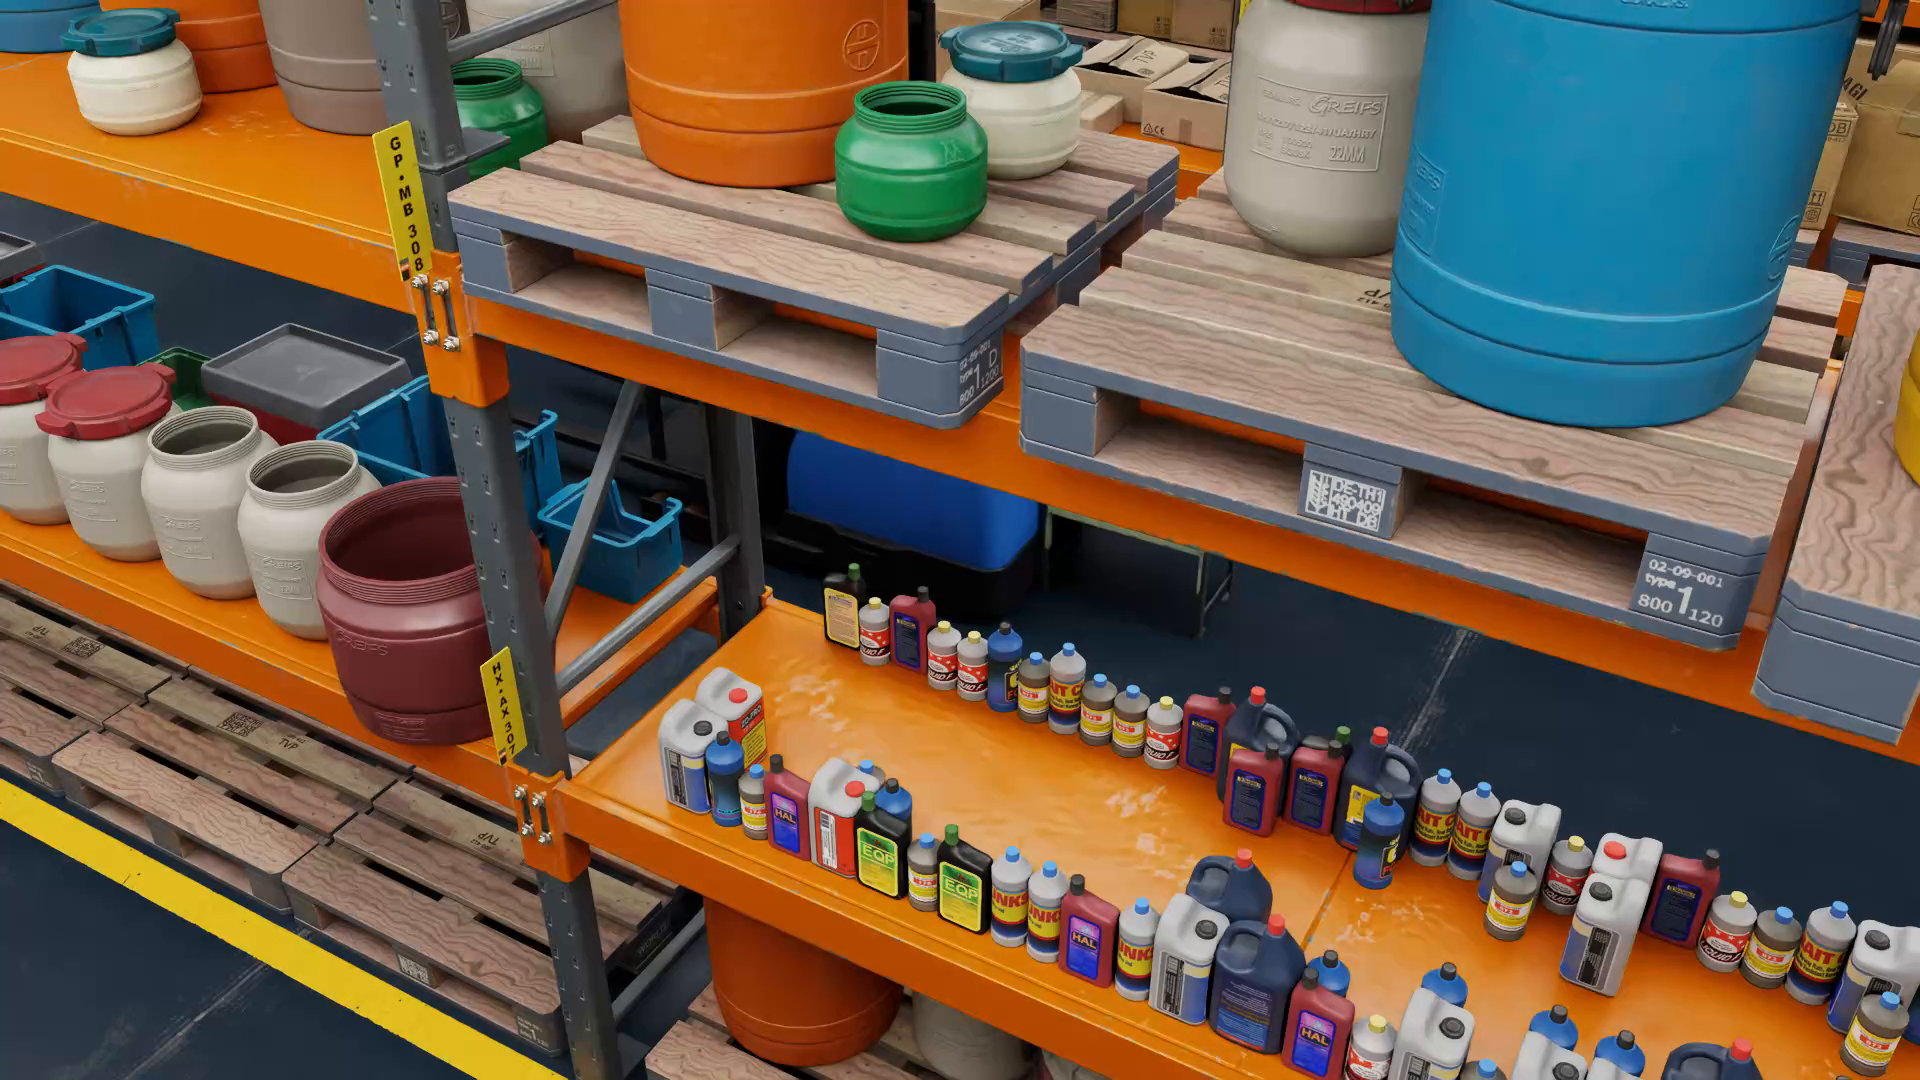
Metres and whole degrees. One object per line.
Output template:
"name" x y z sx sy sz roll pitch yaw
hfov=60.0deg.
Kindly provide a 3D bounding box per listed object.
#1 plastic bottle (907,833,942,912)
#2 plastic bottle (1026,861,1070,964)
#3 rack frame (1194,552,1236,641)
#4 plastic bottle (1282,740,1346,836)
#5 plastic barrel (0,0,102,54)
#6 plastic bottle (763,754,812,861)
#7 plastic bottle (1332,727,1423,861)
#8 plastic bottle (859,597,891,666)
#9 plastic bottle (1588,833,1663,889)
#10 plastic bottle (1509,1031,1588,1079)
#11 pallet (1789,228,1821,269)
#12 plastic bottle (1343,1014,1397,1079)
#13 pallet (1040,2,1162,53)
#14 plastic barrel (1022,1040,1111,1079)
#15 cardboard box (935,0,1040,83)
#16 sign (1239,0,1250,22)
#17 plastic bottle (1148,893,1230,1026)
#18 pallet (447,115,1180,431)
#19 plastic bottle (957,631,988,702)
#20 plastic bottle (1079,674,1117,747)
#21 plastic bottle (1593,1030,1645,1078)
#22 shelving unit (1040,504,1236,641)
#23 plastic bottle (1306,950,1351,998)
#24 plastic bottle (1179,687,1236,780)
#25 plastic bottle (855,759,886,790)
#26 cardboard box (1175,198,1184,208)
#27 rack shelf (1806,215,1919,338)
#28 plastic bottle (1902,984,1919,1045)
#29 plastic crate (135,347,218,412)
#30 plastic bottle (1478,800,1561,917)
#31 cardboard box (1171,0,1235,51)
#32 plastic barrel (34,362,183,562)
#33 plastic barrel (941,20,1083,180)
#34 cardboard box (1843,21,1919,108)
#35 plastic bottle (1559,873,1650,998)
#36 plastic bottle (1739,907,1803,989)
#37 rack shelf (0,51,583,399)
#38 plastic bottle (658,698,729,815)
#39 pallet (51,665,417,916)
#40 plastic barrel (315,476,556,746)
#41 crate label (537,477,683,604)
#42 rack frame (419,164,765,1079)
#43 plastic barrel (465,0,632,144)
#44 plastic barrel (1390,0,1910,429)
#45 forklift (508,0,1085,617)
"plastic bottle" -0.079 0.795 4.029 0.097 0.201 0.097 0 34 0
"plastic bottle" 0.206 0.856 3.874 0.097 0.271 0.097 0 34 0
"rack frame" 1.106 -0.295 6.839 0.023 1.500 0.400 17 37 24
"plastic bottle" 0.902 0.615 4.226 0.133 0.283 0.061 18 37 24
"plastic barrel" -2.687 -1.933 4.788 0.708 0.901 0.600 18 37 24
"plastic bottle" -0.421 0.664 4.151 0.133 0.283 0.061 18 37 24
"plastic bottle" 1.050 0.621 4.156 0.185 0.351 0.144 18 37 24
"plastic bottle" -0.245 0.258 4.835 0.097 0.201 0.097 0 34 0
"plastic bottle" 1.557 0.815 3.931 0.135 0.276 0.152 18 37 24
"plastic bottle" 1.200 1.152 3.426 0.135 0.276 0.152 18 37 24
"pallet" 3.253 -1.541 7.531 1.213 0.211 1.003 18 37 24
"plastic bottle" 0.884 1.100 3.571 0.097 0.201 0.097 0 34 0
"pallet" 1.221 -4.265 13.964 1.213 0.211 1.003 18 37 24
"plastic barrel" 0.515 1.495 4.596 0.708 0.588 0.600 18 37 24
"cardboard box" 0.097 -2.649 8.931 0.500 0.500 0.500 16 37 22
"sign" 1.290 -2.368 7.555 0.005 0.325 0.100 18 37 24
"plastic bottle" 0.520 0.936 3.749 0.135 0.276 0.152 18 37 24
"pallet" -0.283 -0.684 3.534 1.213 0.211 1.003 18 37 24
"plastic bottle" 0.040 0.348 4.700 0.097 0.201 0.097 0 34 0
"plastic bottle" 0.378 0.455 4.539 0.097 0.201 0.097 0 34 0
"plastic bottle" 1.362 1.125 3.470 0.097 0.271 0.097 0 34 0
"shelving unit" 0.784 -0.392 6.985 0.755 1.500 0.431 17 37 24
"plastic bottle" 0.798 1.005 3.651 0.097 0.271 0.097 0 34 0
"plastic bottle" 0.656 0.498 4.402 0.133 0.283 0.061 18 37 24
"plastic bottle" -0.236 0.648 4.249 0.097 0.201 0.097 0 34 0
"cardboard box" 1.253 -1.703 9.197 0.500 0.311 0.500 19 38 26
"rack shelf" 3.299 -1.304 7.651 4.000 0.370 1.077 18 37 24
"plastic bottle" 2.158 0.990 3.673 0.097 0.271 0.097 0 34 0
"plastic crate" -2.720 -0.440 5.895 0.662 0.188 0.450 18 37 24
"plastic bottle" 1.356 0.752 4.027 0.135 0.276 0.152 18 37 24
"cardboard box" 2.088 -4.309 13.373 0.500 0.500 0.700 18 38 25
"plastic barrel" -2.637 -0.238 5.279 0.433 0.535 0.433 0 34 0
"plastic barrel" 0.105 -0.913 3.454 0.301 0.262 0.301 0 34 0
"cardboard box" 6.088 -3.078 11.226 0.750 0.750 0.750 19 38 26
"plastic bottle" 1.482 0.888 3.821 0.135 0.276 0.152 18 37 24
"plastic bottle" 1.872 0.929 3.829 0.097 0.201 0.097 0 34 0
"rack shelf" -2.635 -1.270 4.894 4.000 0.370 1.077 18 37 24
"plastic bottle" -0.684 0.555 4.322 0.135 0.276 0.152 18 37 24
"pallet" -2.607 0.822 6.326 1.213 0.211 1.003 18 37 24
"plastic barrel" -1.452 0.190 4.635 0.708 0.536 0.600 18 37 24
"crate label" -1.079 0.002 5.191 0.416 0.233 0.303 18 37 24
"rack frame" -0.899 0.229 4.700 0.127 3.000 1.000 18 37 24
"plastic barrel" -1.017 -1.299 4.187 0.421 0.512 0.421 0 34 0
"plastic barrel" 1.016 -0.699 2.556 0.708 0.901 0.600 18 37 24
"forklift" -0.914 -1.464 7.305 3.031 2.935 1.130 17 37 24
